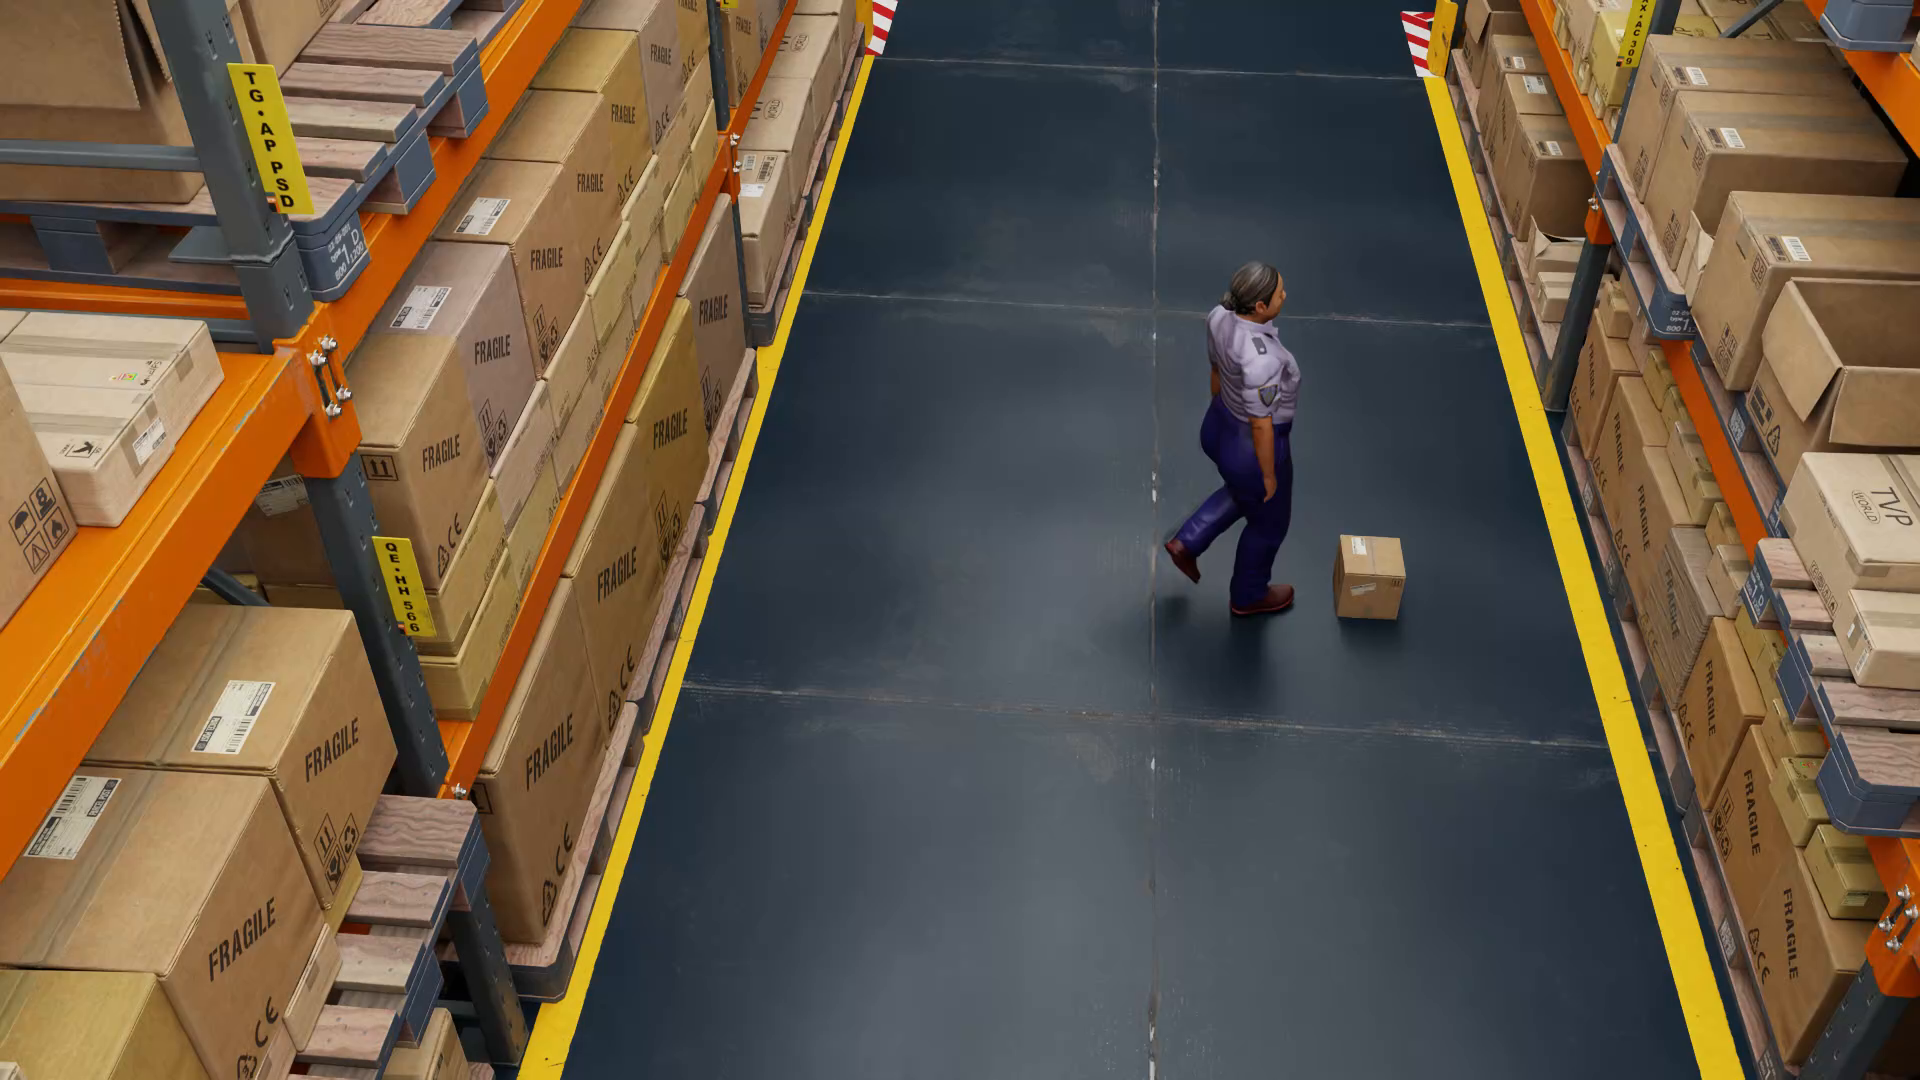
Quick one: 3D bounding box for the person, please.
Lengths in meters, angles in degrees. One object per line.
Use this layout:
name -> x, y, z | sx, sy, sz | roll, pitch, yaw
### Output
person -> 1.150, -0.389, 6.604 | 0.522, 1.635, 0.499 | -11, 42, -13
